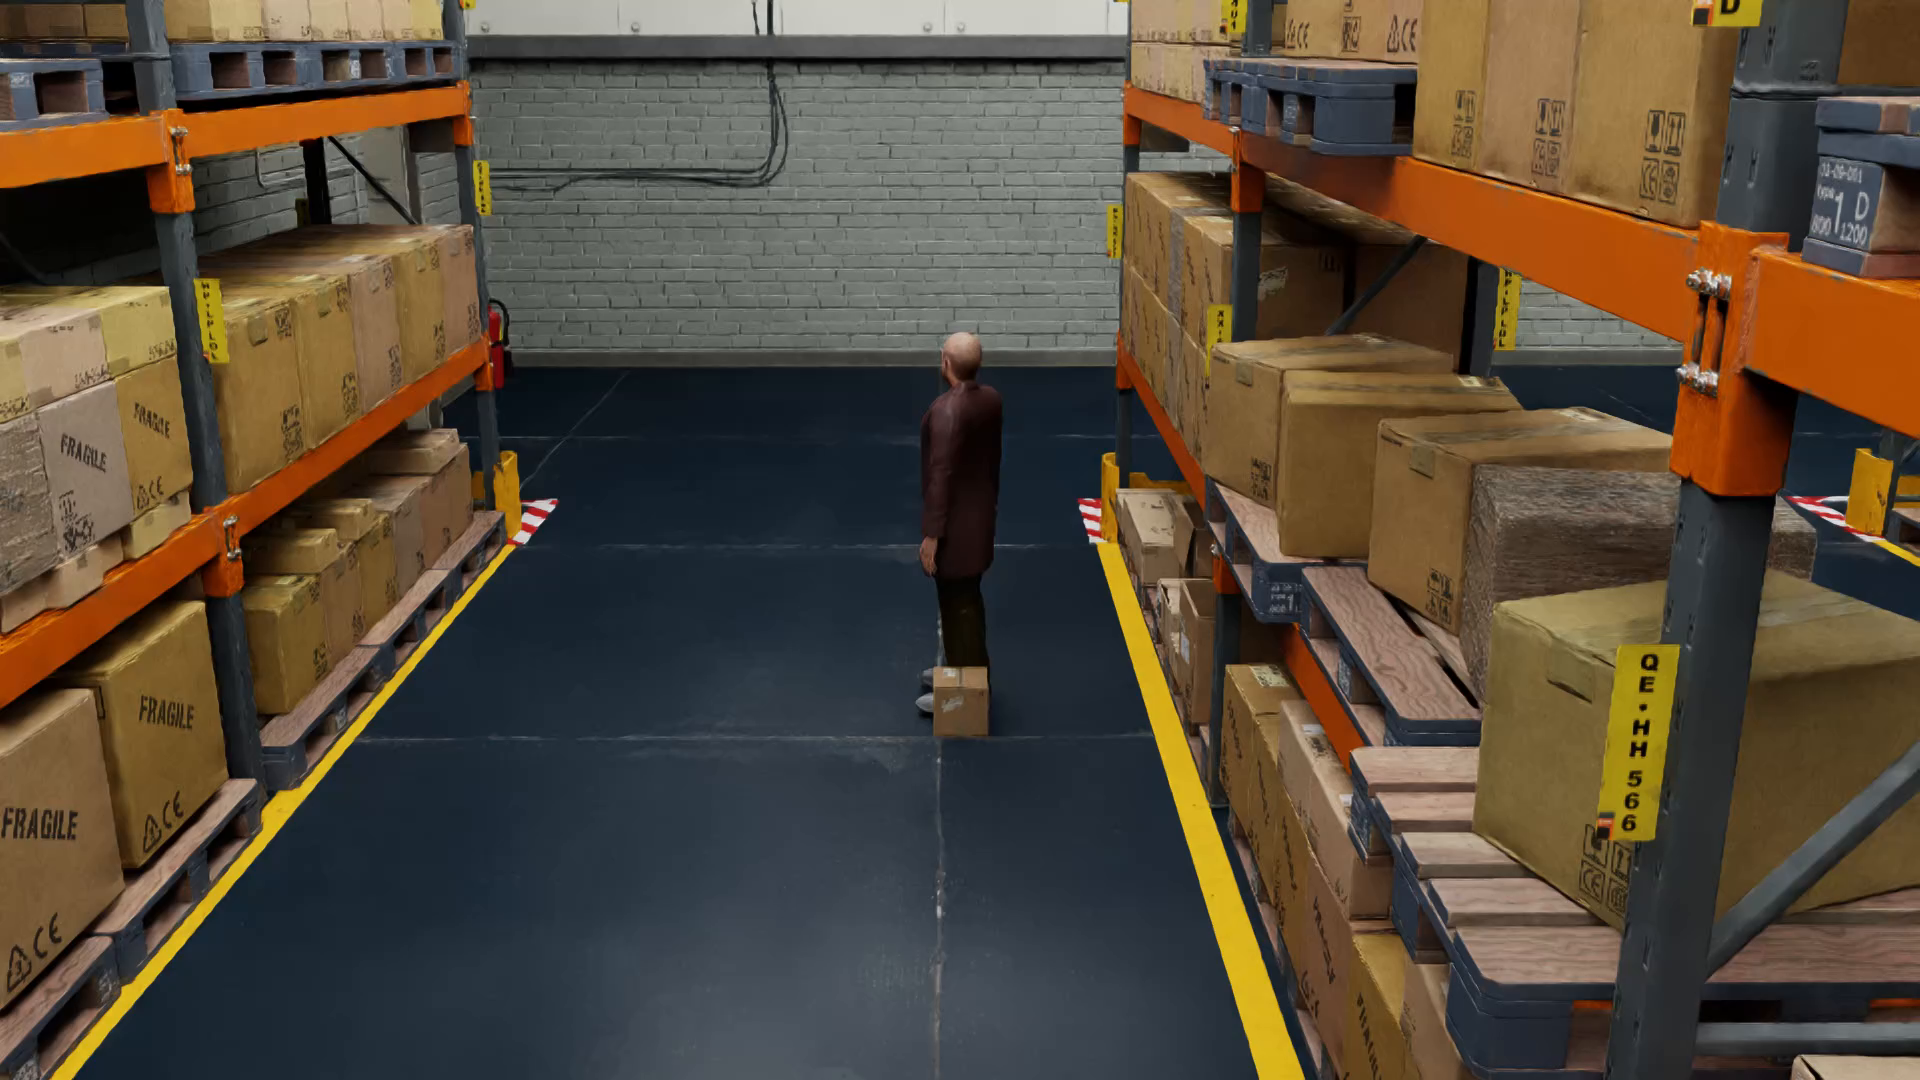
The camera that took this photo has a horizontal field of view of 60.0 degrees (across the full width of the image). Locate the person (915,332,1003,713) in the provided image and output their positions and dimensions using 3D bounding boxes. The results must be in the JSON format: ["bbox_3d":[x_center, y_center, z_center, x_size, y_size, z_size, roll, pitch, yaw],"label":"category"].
[{"bbox_3d":[-0.040,-0.084,7.769,0.437,1.780,0.674,7,18,21],"label":"person"}]
